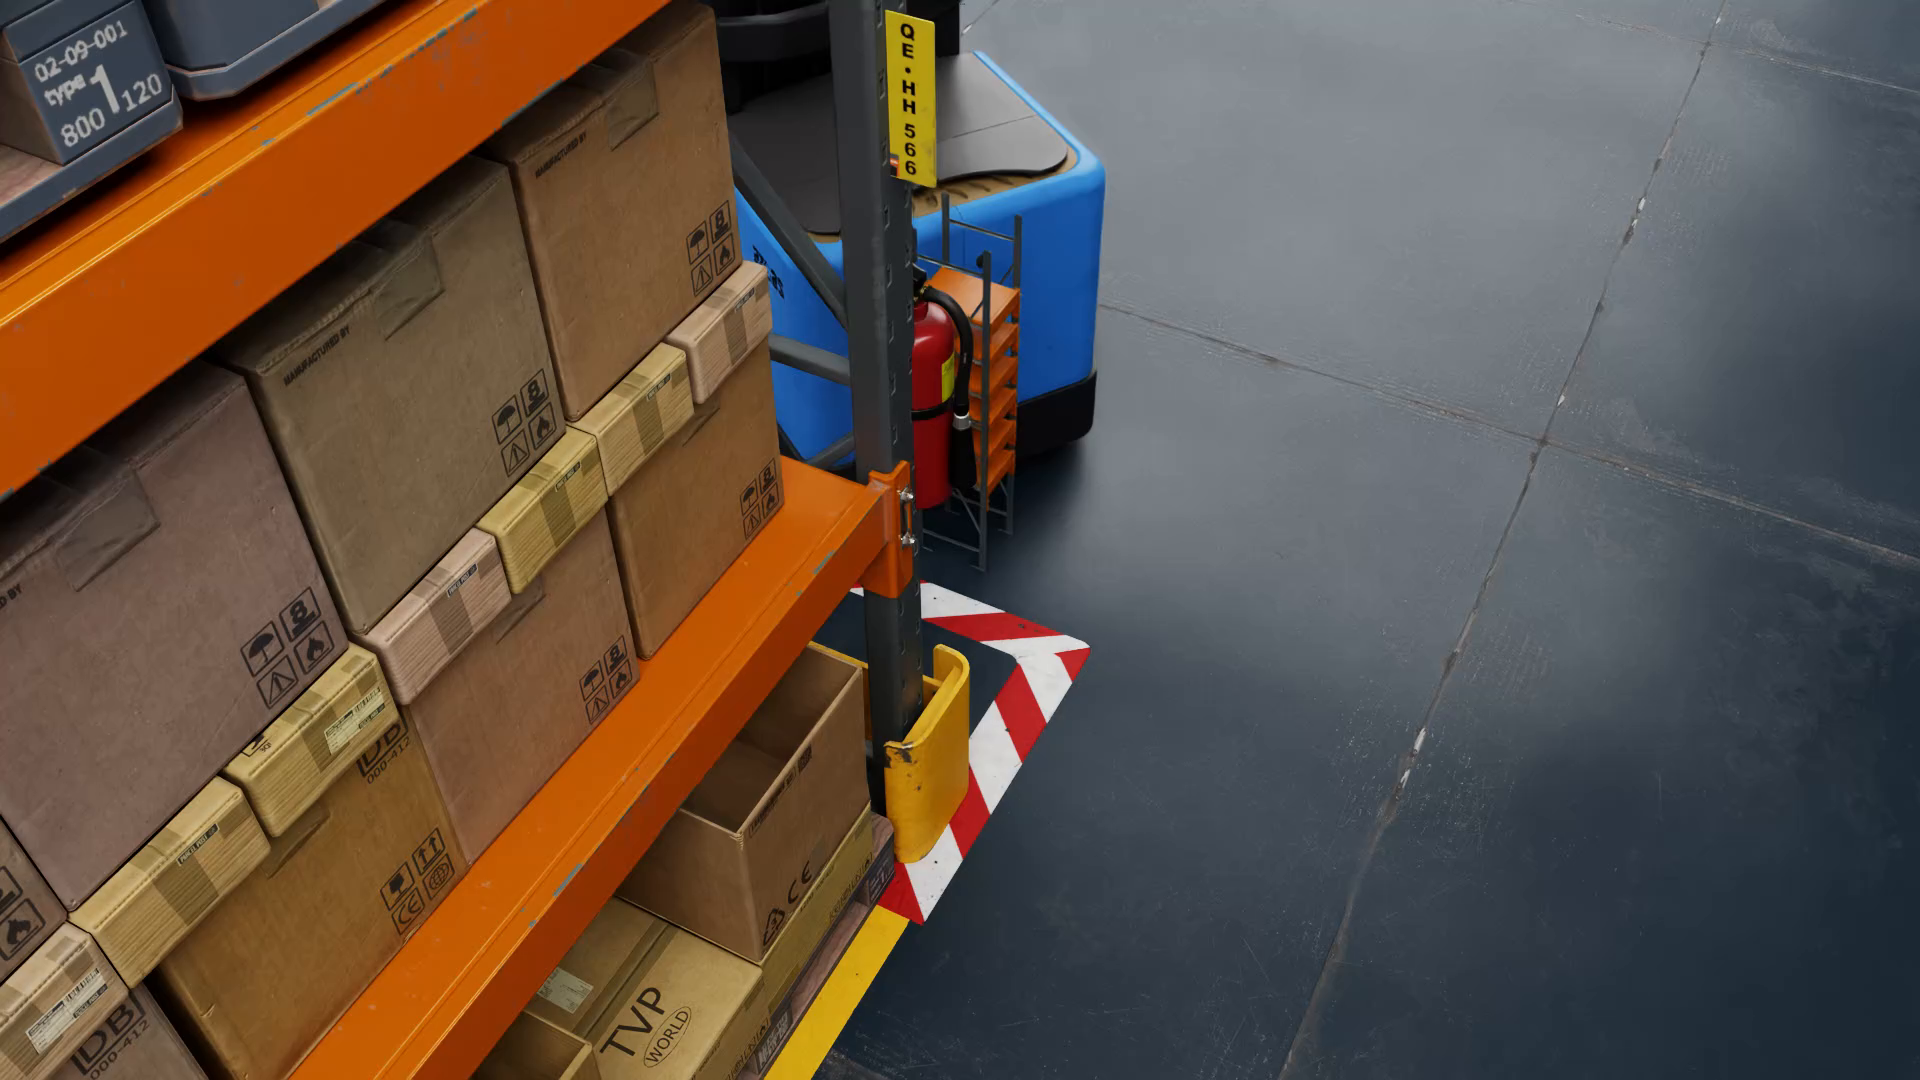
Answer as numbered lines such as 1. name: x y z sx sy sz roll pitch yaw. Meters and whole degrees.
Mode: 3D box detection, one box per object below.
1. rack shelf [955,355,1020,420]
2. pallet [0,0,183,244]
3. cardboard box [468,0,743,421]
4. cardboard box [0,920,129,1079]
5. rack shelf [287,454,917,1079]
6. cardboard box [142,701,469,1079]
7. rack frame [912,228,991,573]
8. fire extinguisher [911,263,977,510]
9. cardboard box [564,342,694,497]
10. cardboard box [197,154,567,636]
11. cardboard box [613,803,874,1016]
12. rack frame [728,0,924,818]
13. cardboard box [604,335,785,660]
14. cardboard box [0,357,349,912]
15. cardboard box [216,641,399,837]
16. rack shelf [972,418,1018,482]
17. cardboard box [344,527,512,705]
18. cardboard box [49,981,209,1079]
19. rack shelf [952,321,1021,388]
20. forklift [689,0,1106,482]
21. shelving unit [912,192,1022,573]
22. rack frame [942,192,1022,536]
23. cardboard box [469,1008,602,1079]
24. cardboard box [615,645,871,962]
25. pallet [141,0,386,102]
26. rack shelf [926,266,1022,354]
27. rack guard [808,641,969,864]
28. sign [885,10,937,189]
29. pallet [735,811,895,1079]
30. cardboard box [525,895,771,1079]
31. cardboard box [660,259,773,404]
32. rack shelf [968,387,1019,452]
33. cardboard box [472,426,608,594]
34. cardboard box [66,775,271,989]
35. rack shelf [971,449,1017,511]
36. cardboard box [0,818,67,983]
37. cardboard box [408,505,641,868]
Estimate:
1. rack shelf: 0.016 -0.472 4.767 0.258 0.103 0.180 20 49 19
2. pallet: -1.478 -0.282 1.373 1.003 0.211 1.213 20 49 19
3. cardboard box: -0.815 -0.635 2.786 0.700 0.500 0.500 21 49 19
4. cardboard box: -1.289 0.551 2.070 0.380 0.149 0.250 20 49 19
5. rack shelf: -1.490 1.046 2.613 1.077 0.370 4.000 20 49 19
6. cardboard box: -1.265 0.431 2.645 0.700 0.500 0.500 21 49 19
7. rack frame: -0.027 -0.361 4.763 0.240 1.200 0.006 20 49 19
8. fire extinguisher: -0.096 -0.361 3.552 0.296 0.674 0.183 20 49 19
9. cardboard box: -0.691 -0.261 2.873 0.380 0.149 0.250 22 49 20
10. cardboard box: -1.054 -0.302 2.457 0.700 0.500 0.500 19 48 18
11. cardboard box: -0.549 0.787 4.001 0.500 0.250 0.500 20 49 19
12. rack frame: -0.562 -0.467 3.603 1.000 3.000 0.127 20 49 19
13. cardboard box: -0.790 -0.212 3.281 0.700 0.500 0.500 20 49 19
14. cardboard box: -1.287 0.016 2.143 0.700 0.500 0.500 21 49 19
15. cardboard box: -1.050 0.223 2.394 0.380 0.149 0.250 22 49 20
16. rack shelf: 0.016 -0.303 4.937 0.258 0.103 0.180 20 49 19
17. cardboard box: -0.928 0.058 2.558 0.380 0.149 0.250 21 49 20
18. cardboard box: -1.506 0.764 2.316 0.700 0.500 0.500 22 49 20
19. rack shelf: 0.016 -0.556 4.681 0.258 0.103 0.180 20 49 19
20. forklift: -0.697 -2.119 5.284 1.130 2.935 3.031 -21 49 -19
21. shelving unit: 0.016 -0.419 4.820 0.258 1.200 0.189 20 49 19
22. rack frame: 0.058 -0.477 4.877 0.240 1.200 0.006 20 49 19
23. cardboard box: -0.998 1.159 3.106 0.500 0.500 0.500 20 49 19
24. cardboard box: -0.547 0.524 3.734 0.500 0.500 0.500 20 49 19
25. pallet: -0.913 -1.054 2.135 1.003 0.211 1.213 20 49 19
26. rack shelf: 0.016 -0.641 4.596 0.258 0.103 0.180 20 49 19
27. rack guard: -0.551 0.396 4.507 1.175 0.500 0.348 20 49 19
28. sign: -0.088 -0.769 2.921 0.100 0.325 0.005 20 49 19
29. pallet: -0.880 1.009 4.105 1.003 0.211 1.213 20 49 19
30. cardboard box: -0.771 1.106 3.686 0.500 0.250 0.500 20 49 19
31. cardboard box: -0.571 -0.427 3.036 0.380 0.149 0.250 20 49 18
32. rack shelf: 0.016 -0.388 4.852 0.258 0.103 0.180 20 49 19
33. cardboard box: -0.809 -0.100 2.714 0.380 0.149 0.250 20 49 18
34. cardboard box: -1.170 0.390 2.230 0.380 0.149 0.250 22 49 20
35. rack shelf: 0.016 -0.219 5.023 0.258 0.103 0.180 20 49 19
36. cardboard box: -1.520 0.331 1.831 0.700 0.500 0.500 20 49 19
37. cardboard box: -1.029 0.120 2.952 0.700 0.500 0.500 22 49 20
